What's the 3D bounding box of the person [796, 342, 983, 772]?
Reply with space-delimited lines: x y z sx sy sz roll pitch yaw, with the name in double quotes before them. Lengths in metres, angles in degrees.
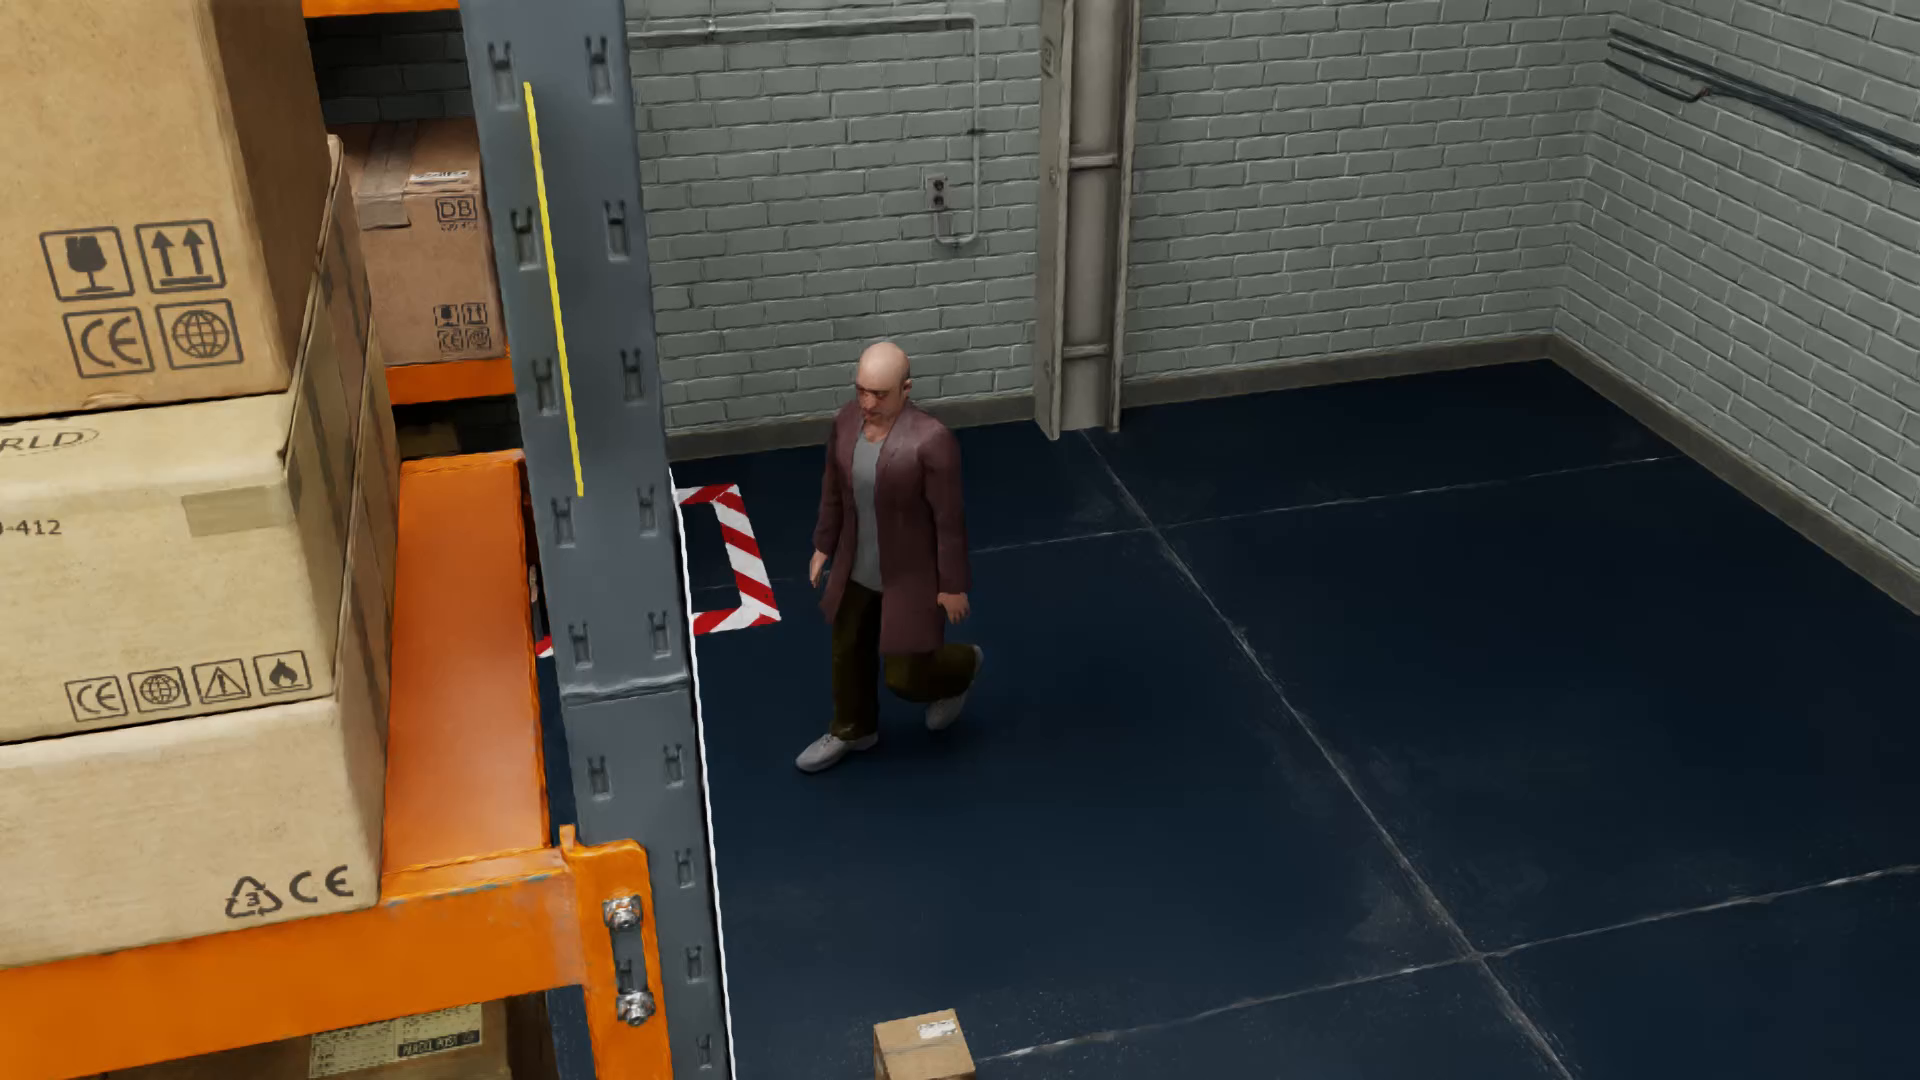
"person" -0.205 0.147 6.074 0.692 1.570 0.657 17 34 27
